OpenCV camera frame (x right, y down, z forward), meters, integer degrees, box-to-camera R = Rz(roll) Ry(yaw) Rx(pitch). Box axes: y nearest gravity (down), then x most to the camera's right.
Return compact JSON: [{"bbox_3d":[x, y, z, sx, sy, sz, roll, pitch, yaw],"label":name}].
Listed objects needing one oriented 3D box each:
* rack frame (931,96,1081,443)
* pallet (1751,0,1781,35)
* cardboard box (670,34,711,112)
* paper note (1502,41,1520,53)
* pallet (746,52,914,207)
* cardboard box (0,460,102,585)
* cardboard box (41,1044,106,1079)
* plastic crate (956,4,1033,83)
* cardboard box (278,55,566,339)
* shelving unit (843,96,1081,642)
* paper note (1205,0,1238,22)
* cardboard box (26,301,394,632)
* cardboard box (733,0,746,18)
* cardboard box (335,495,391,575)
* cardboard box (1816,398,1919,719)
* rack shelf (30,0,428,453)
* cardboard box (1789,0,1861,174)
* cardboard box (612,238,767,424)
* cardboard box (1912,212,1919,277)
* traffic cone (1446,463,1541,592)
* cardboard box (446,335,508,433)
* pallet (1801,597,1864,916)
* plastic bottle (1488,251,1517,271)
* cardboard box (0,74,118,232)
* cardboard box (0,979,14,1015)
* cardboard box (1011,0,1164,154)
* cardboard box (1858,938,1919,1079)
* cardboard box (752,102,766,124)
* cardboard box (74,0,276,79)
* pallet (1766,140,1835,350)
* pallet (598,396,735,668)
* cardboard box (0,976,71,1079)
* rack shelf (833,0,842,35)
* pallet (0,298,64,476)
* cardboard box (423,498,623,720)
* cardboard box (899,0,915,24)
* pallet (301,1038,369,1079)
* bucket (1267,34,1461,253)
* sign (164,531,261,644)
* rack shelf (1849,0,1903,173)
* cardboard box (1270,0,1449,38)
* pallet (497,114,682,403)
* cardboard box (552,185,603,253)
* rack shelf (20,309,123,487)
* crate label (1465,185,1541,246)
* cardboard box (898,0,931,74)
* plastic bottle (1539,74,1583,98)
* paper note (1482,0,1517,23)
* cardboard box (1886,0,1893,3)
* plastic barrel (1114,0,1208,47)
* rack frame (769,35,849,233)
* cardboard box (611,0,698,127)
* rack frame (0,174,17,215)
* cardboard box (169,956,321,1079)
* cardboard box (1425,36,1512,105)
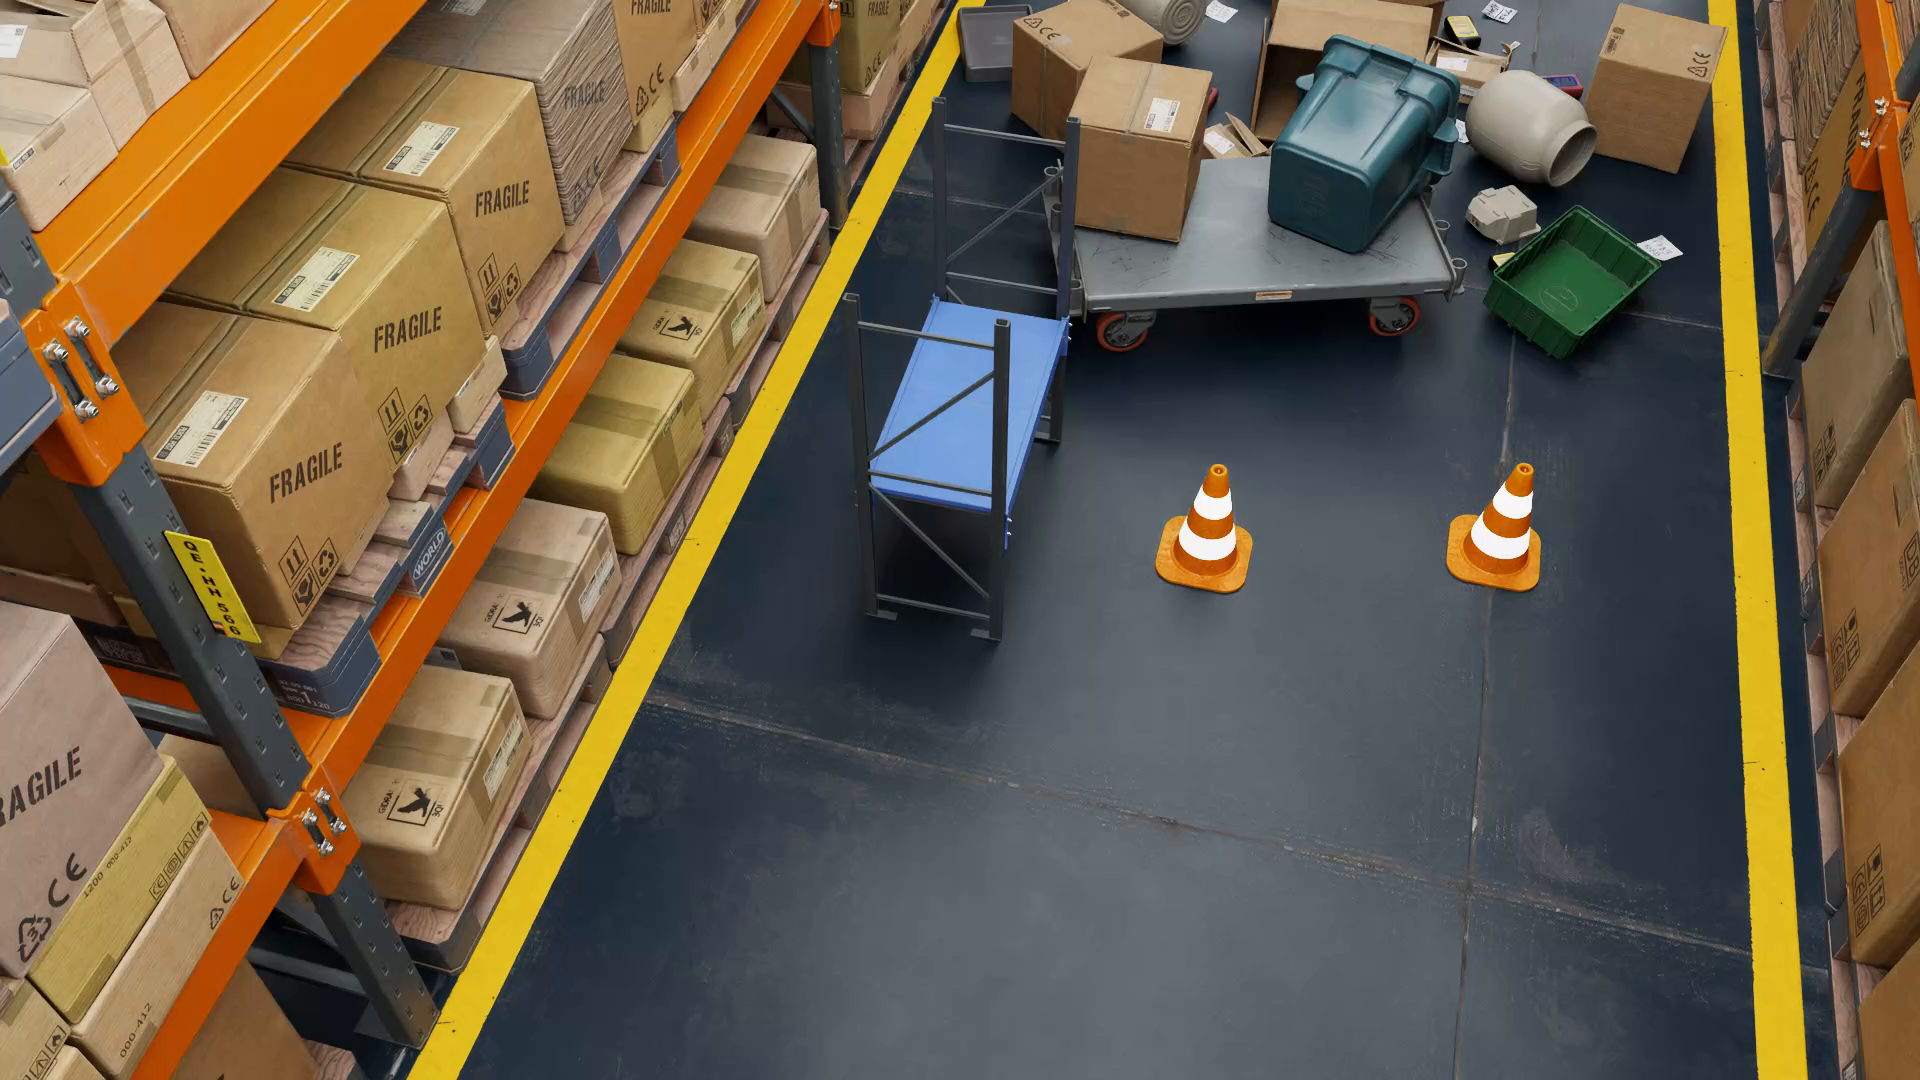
[{"bbox_3d":[0.154,-0.931,6.052,0.500,1.500,0.032,11,50,9],"label":"rack frame"},{"bbox_3d":[4.717,-2.990,8.748,1.003,0.211,1.213,12,50,10],"label":"pallet"},{"bbox_3d":[-1.055,-1.581,5.532,0.380,0.149,0.250,12,50,10],"label":"cardboard box"},{"bbox_3d":[2.804,-2.505,8.455,0.123,0.001,0.032,-37,58,-28],"label":"paper note"},{"bbox_3d":[-0.860,-2.087,7.951,1.003,0.211,1.213,12,50,10],"label":"pallet"},{"bbox_3d":[-2.204,-0.278,3.949,0.500,0.500,0.500,10,49,9],"label":"cardboard box"},{"bbox_3d":[-2.058,1.215,3.277,0.500,0.250,0.500,12,50,11],"label":"cardboard box"},{"bbox_3d":[0.201,-2.525,8.425,0.402,0.080,0.583,-4,49,-3],"label":"plastic crate"},{"bbox_3d":[-1.451,-0.938,4.532,0.500,0.500,0.500,12,50,11],"label":"cardboard box"},{"bbox_3d":[0.029,-0.556,5.731,0.538,1.500,1.048,11,50,9],"label":"shelving unit"},{"bbox_3d":[1.353,-2.763,8.676,0.148,0.019,0.142,28,54,22],"label":"paper note"},{"bbox_3d":[-1.714,-0.174,3.858,0.500,0.500,0.500,10,49,9],"label":"cardboard box"},{"bbox_3d":[-0.959,-1.959,5.866,0.380,0.149,0.250,10,49,9],"label":"cardboard box"},{"bbox_3d":[-1.684,-0.076,4.204,0.380,0.149,0.250,9,49,8],"label":"cardboard box"},{"bbox_3d":[3.465,0.156,5.332,1.050,0.750,0.750,12,50,10],"label":"cardboard box"},{"bbox_3d":[-1.529,-1.825,4.339,1.077,0.370,4.000,12,50,10],"label":"rack shelf"},{"bbox_3d":[4.266,-2.143,7.278,0.875,0.875,0.875,12,50,10],"label":"cardboard box"},{"bbox_3d":[-1.325,-0.886,6.504,0.950,0.372,0.625,14,50,12],"label":"cardboard box"},{"bbox_3d":[3.269,-0.954,5.025,0.500,0.500,0.500,12,50,10],"label":"cardboard box"},{"bbox_3d":[1.989,-0.102,6.031,0.336,0.463,0.334,12,50,10],"label":"traffic cone"},{"bbox_3d":[-1.475,-0.460,4.542,0.380,0.149,0.250,12,50,10],"label":"cardboard box"},{"bbox_3d":[3.349,0.768,5.432,1.003,0.211,1.213,12,50,10],"label":"pallet"},{"bbox_3d":[2.416,-1.139,7.214,0.133,0.061,0.283,-11,50,-10],"label":"plastic bottle"},{"bbox_3d":[-1.809,-0.728,3.058,0.380,0.149,0.250,12,50,10],"label":"cardboard box"},{"bbox_3d":[-2.067,0.811,2.800,0.500,0.500,0.500,12,50,11],"label":"cardboard box"},{"bbox_3d":[0.592,-2.197,7.854,0.500,0.500,0.500,-27,54,-22],"label":"cardboard box"},{"bbox_3d":[2.993,1.463,4.179,1.050,0.750,0.750,11,49,10],"label":"cardboard box"},{"bbox_3d":[-1.107,-2.227,7.769,0.500,0.250,0.500,14,50,12],"label":"cardboard box"},{"bbox_3d":[-1.797,-1.333,3.359,0.700,0.500,0.500,12,50,10],"label":"cardboard box"},{"bbox_3d":[4.075,-1.225,7.191,1.003,0.211,1.213,12,50,10],"label":"pallet"},{"bbox_3d":[-1.526,-0.146,6.238,1.003,0.211,1.213,12,50,10],"label":"pallet"},{"bbox_3d":[-2.070,1.032,3.105,0.500,0.250,0.500,10,49,9],"label":"cardboard box"},{"bbox_3d":[-0.477,-3.726,8.017,1.077,0.370,4.000,12,50,10],"label":"rack shelf"},{"bbox_3d":[-2.174,-0.078,2.443,1.213,0.211,1.003,14,50,12],"label":"pallet"},{"bbox_3d":[-1.711,0.165,5.577,0.950,0.372,0.625,11,49,9],"label":"cardboard box"},{"bbox_3d":[-0.458,-2.757,7.737,0.500,0.500,0.500,13,50,12],"label":"cardboard box"},{"bbox_3d":[-2.336,1.854,4.473,1.003,0.211,1.213,12,50,10],"label":"pallet"},{"bbox_3d":[1.611,-1.587,6.819,0.726,0.611,0.620,28,64,22],"label":"bucket"},{"bbox_3d":[-1.520,0.100,3.389,0.100,0.325,0.005,12,50,10],"label":"sign"},{"bbox_3d":[4.325,-2.822,7.220,1.077,0.370,4.000,12,50,10],"label":"rack shelf"},{"bbox_3d":[2.030,-2.814,8.398,0.797,0.503,0.637,-19,51,-16],"label":"cardboard box"},{"bbox_3d":[-1.574,-1.000,5.260,1.003,0.211,1.213,12,50,10],"label":"pallet"},{"bbox_3d":[-1.319,-1.038,5.052,0.380,0.149,0.250,13,50,11],"label":"cardboard box"},{"bbox_3d":[-2.582,1.068,1.786,1.077,0.370,4.000,12,50,10],"label":"rack shelf"},{"bbox_3d":[2.429,-1.466,7.452,0.298,0.136,0.250,-19,51,-16],"label":"crate label"},{"bbox_3d":[-0.458,-2.508,8.017,0.500,0.250,0.500,14,50,12],"label":"cardboard box"},{"bbox_3d":[2.900,-2.224,8.172,0.283,0.061,0.133,-4,49,-3],"label":"plastic bottle"},{"bbox_3d":[2.812,-2.755,8.662,0.144,0.017,0.142,28,54,22],"label":"paper note"},{"bbox_3d":[4.007,-2.335,6.210,0.875,0.550,0.550,12,50,10],"label":"cardboard box"},{"bbox_3d":[0.967,-2.765,8.408,0.421,0.421,0.512,-27,54,-22],"label":"plastic barrel"},{"bbox_3d":[-1.003,-2.517,6.471,1.000,3.000,0.127,12,50,10],"label":"rack frame"},{"bbox_3d":[-1.174,-1.677,5.184,0.500,0.500,0.500,13,50,11],"label":"cardboard box"},{"bbox_3d":[-2.056,-1.609,1.668,1.000,3.000,0.127,12,50,10],"label":"rack frame"},{"bbox_3d":[-2.318,1.423,4.130,0.875,0.875,0.875,11,50,10],"label":"cardboard box"},{"bbox_3d":[2.475,-2.315,8.116,0.396,0.266,0.258,19,51,16],"label":"cardboard box"}]
